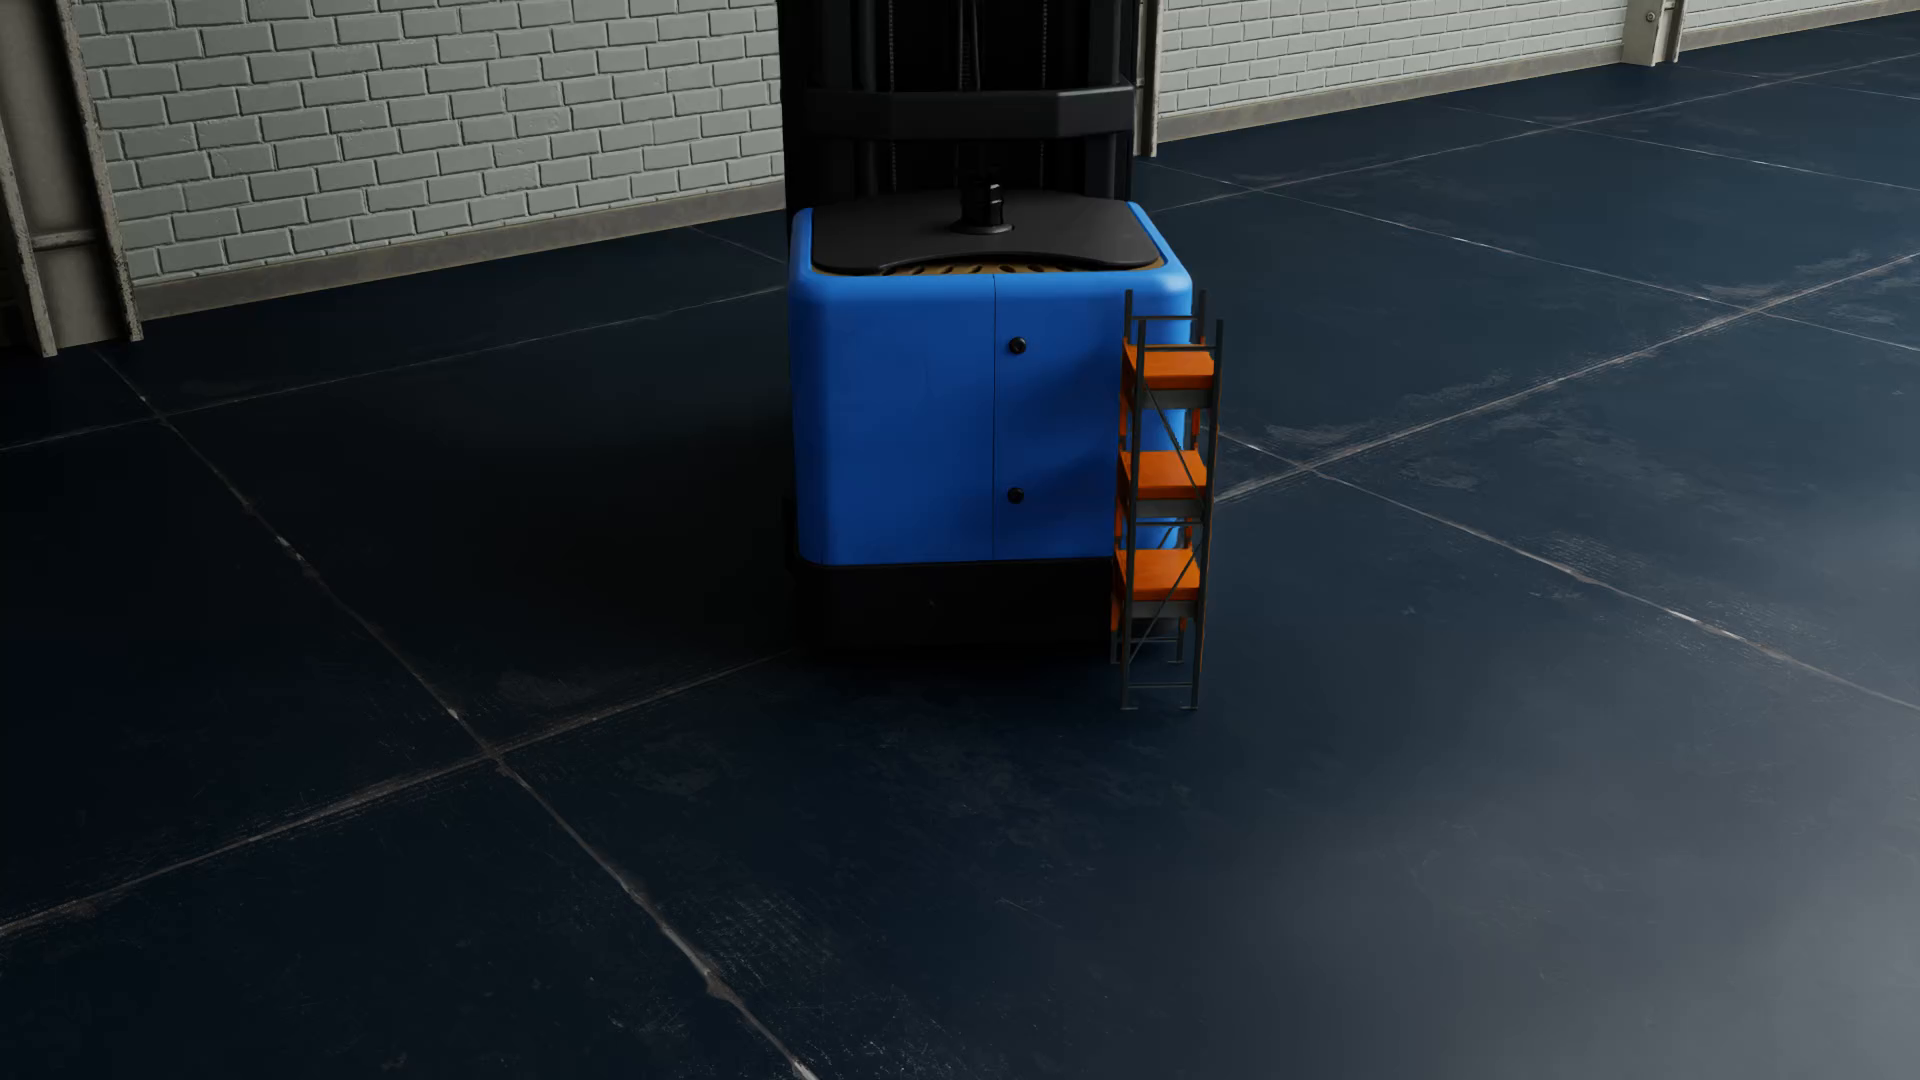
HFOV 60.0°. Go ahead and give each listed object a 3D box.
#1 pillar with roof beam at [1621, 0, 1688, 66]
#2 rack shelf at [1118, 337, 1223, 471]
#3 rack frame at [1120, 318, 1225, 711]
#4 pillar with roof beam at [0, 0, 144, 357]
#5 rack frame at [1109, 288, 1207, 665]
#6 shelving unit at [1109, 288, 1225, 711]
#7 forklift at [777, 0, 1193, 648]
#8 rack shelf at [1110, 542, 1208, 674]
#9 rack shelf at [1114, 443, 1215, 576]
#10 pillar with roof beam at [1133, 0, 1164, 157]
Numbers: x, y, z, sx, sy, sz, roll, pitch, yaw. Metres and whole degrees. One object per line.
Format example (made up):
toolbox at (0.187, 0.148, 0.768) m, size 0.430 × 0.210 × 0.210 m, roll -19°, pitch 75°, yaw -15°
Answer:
pillar with roof beam at (8.367, -6.629, 8.844) m, size 0.400 × 9.000 × 9.100 m, roll -18°, pitch 31°, yaw -34°
rack shelf at (0.511, -0.336, 4.078) m, size 0.215 × 0.259 × 0.240 m, roll -1°, pitch 25°, yaw -2°
rack frame at (0.515, -0.037, 4.082) m, size 0.200 × 1.050 × 0.008 m, roll -1°, pitch 25°, yaw -2°
pillar with roof beam at (-1.076, -3.512, 2.127) m, size 0.400 × 9.000 × 9.100 m, roll -18°, pitch 31°, yaw -34°
rack frame at (0.507, -0.139, 4.303) m, size 0.200 × 1.050 × 0.008 m, roll -1°, pitch 25°, yaw -2°
shelving unit at (0.511, -0.088, 4.193) m, size 0.215 × 1.050 × 0.252 m, roll -1°, pitch 25°, yaw -2°
forklift at (-0.023, -1.622, 5.264) m, size 1.130 × 2.935 × 3.031 m, roll -2°, pitch 25°, yaw -4°
rack shelf at (0.511, 0.174, 4.314) m, size 0.215 × 0.259 × 0.240 m, roll -1°, pitch 25°, yaw -2°
rack shelf at (0.511, -0.078, 4.197) m, size 0.215 × 0.259 × 0.240 m, roll -1°, pitch 25°, yaw -2°
pillar with roof beam at (3.646, -5.070, 5.486) m, size 0.400 × 9.000 × 9.100 m, roll -18°, pitch 31°, yaw -34°
